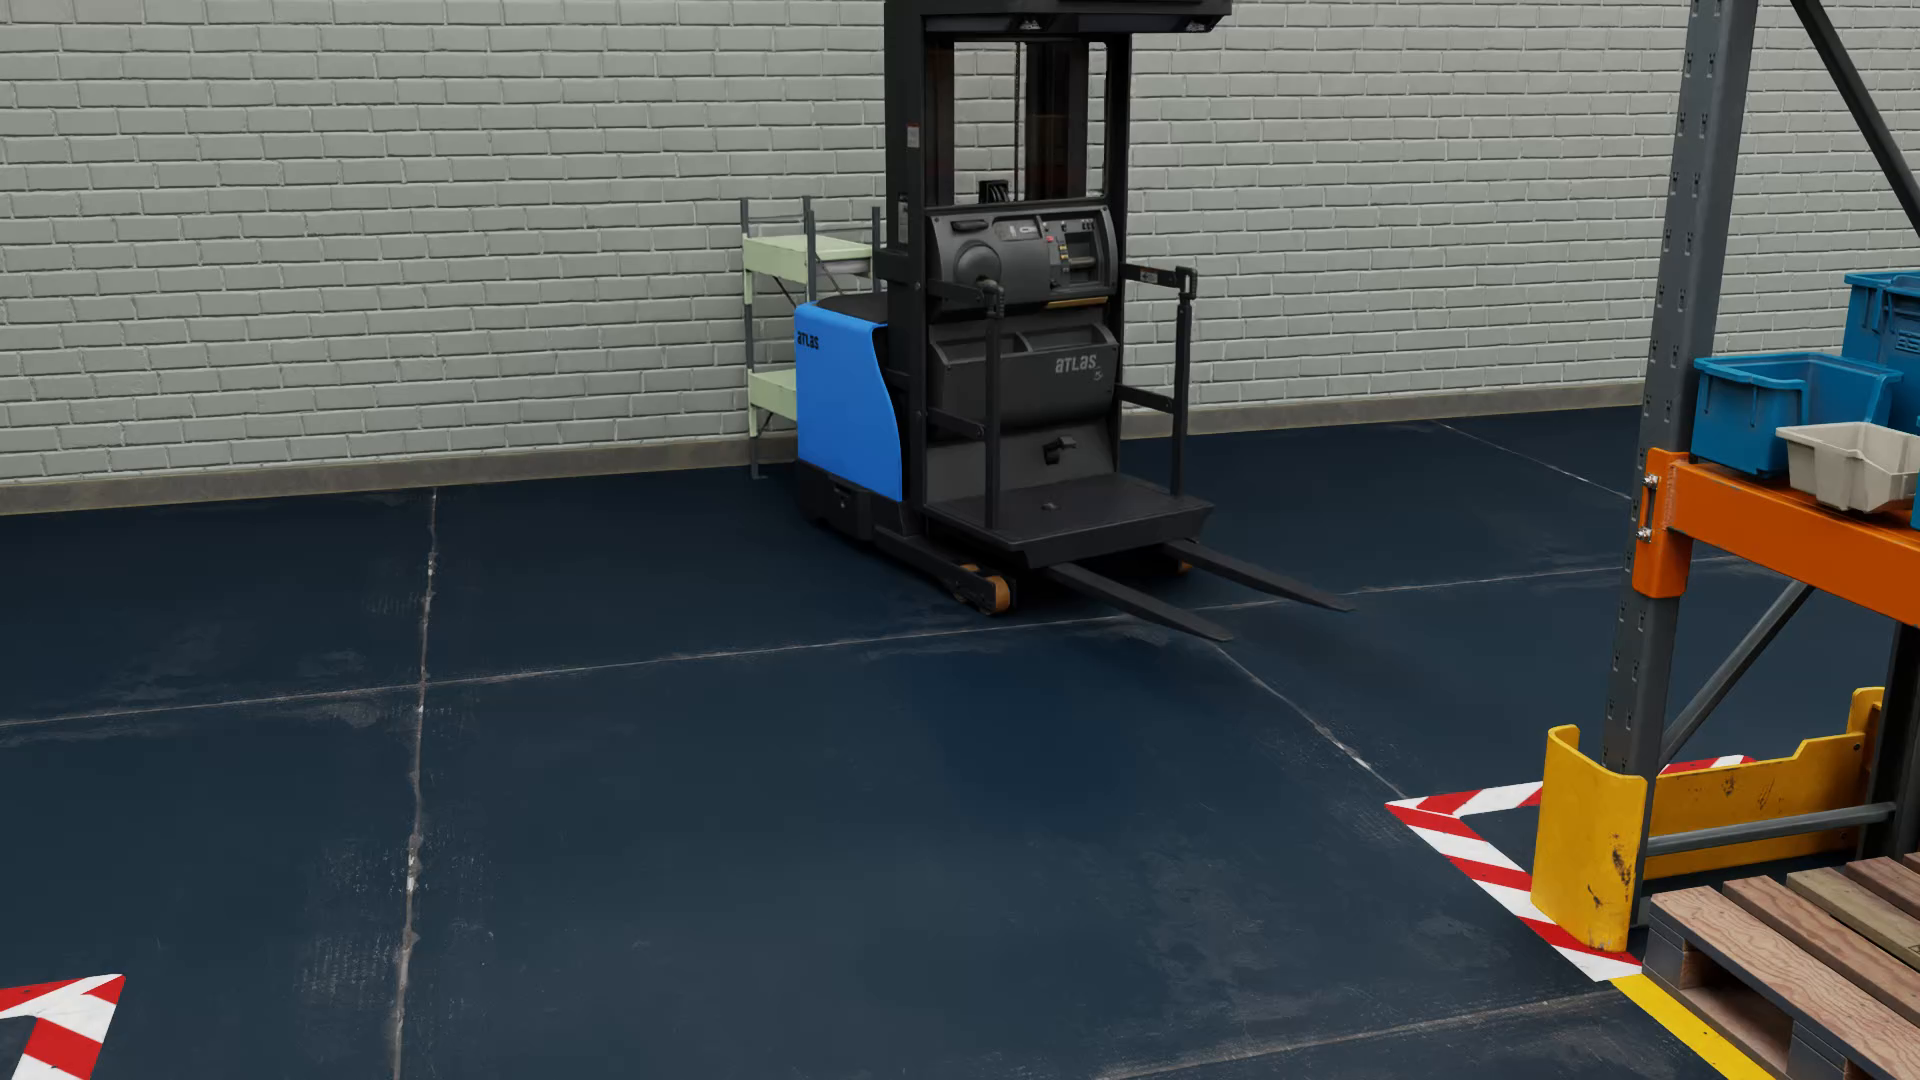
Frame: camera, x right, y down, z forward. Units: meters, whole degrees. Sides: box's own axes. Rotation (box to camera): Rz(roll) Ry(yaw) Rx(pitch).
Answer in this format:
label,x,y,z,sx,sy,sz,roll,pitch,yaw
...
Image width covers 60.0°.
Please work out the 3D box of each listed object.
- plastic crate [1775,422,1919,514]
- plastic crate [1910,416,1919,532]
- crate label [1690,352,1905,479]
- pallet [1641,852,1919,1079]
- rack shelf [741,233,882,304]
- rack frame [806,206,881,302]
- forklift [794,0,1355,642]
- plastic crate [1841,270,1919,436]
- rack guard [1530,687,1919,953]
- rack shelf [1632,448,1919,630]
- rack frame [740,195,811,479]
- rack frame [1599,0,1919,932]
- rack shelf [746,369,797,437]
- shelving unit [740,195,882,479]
label,x,y,z,sx,sy,sz,roll,pitch,yaw
plastic crate,1.956,-0.152,3.597,0.250,0.136,0.298,-5,17,-15
plastic crate,2.129,-0.111,3.294,0.416,0.233,0.300,-5,17,-15
crate label,1.948,-0.293,3.900,0.416,0.233,0.303,-5,17,-15
pallet,2.386,1.128,3.830,1.003,0.211,1.213,-5,17,-15
rack shelf,-0.769,-1.368,8.541,0.431,0.370,0.720,-11,20,-31
rack frame,-0.570,-0.905,8.359,0.400,1.500,0.023,-11,20,-31
forklift,0.403,-1.245,7.003,1.130,2.935,3.031,-11,20,-31
plastic crate,2.468,-0.406,3.925,0.616,0.435,0.499,-5,17,-15
rack guard,2.177,0.753,4.577,1.175,0.500,0.348,-5,17,-15
rack shelf,2.746,0.459,2.460,1.077,0.370,4.000,-5,17,-15
rack frame,-0.967,-1.082,8.948,0.400,1.500,0.023,-11,20,-31
rack frame,2.196,-0.439,4.198,1.000,3.000,0.127,-5,17,-15
rack shelf,-0.769,-0.682,8.747,0.431,0.370,0.720,-11,20,-31
shelving unit,-0.769,-0.994,8.653,0.431,1.500,0.755,-11,20,-31
